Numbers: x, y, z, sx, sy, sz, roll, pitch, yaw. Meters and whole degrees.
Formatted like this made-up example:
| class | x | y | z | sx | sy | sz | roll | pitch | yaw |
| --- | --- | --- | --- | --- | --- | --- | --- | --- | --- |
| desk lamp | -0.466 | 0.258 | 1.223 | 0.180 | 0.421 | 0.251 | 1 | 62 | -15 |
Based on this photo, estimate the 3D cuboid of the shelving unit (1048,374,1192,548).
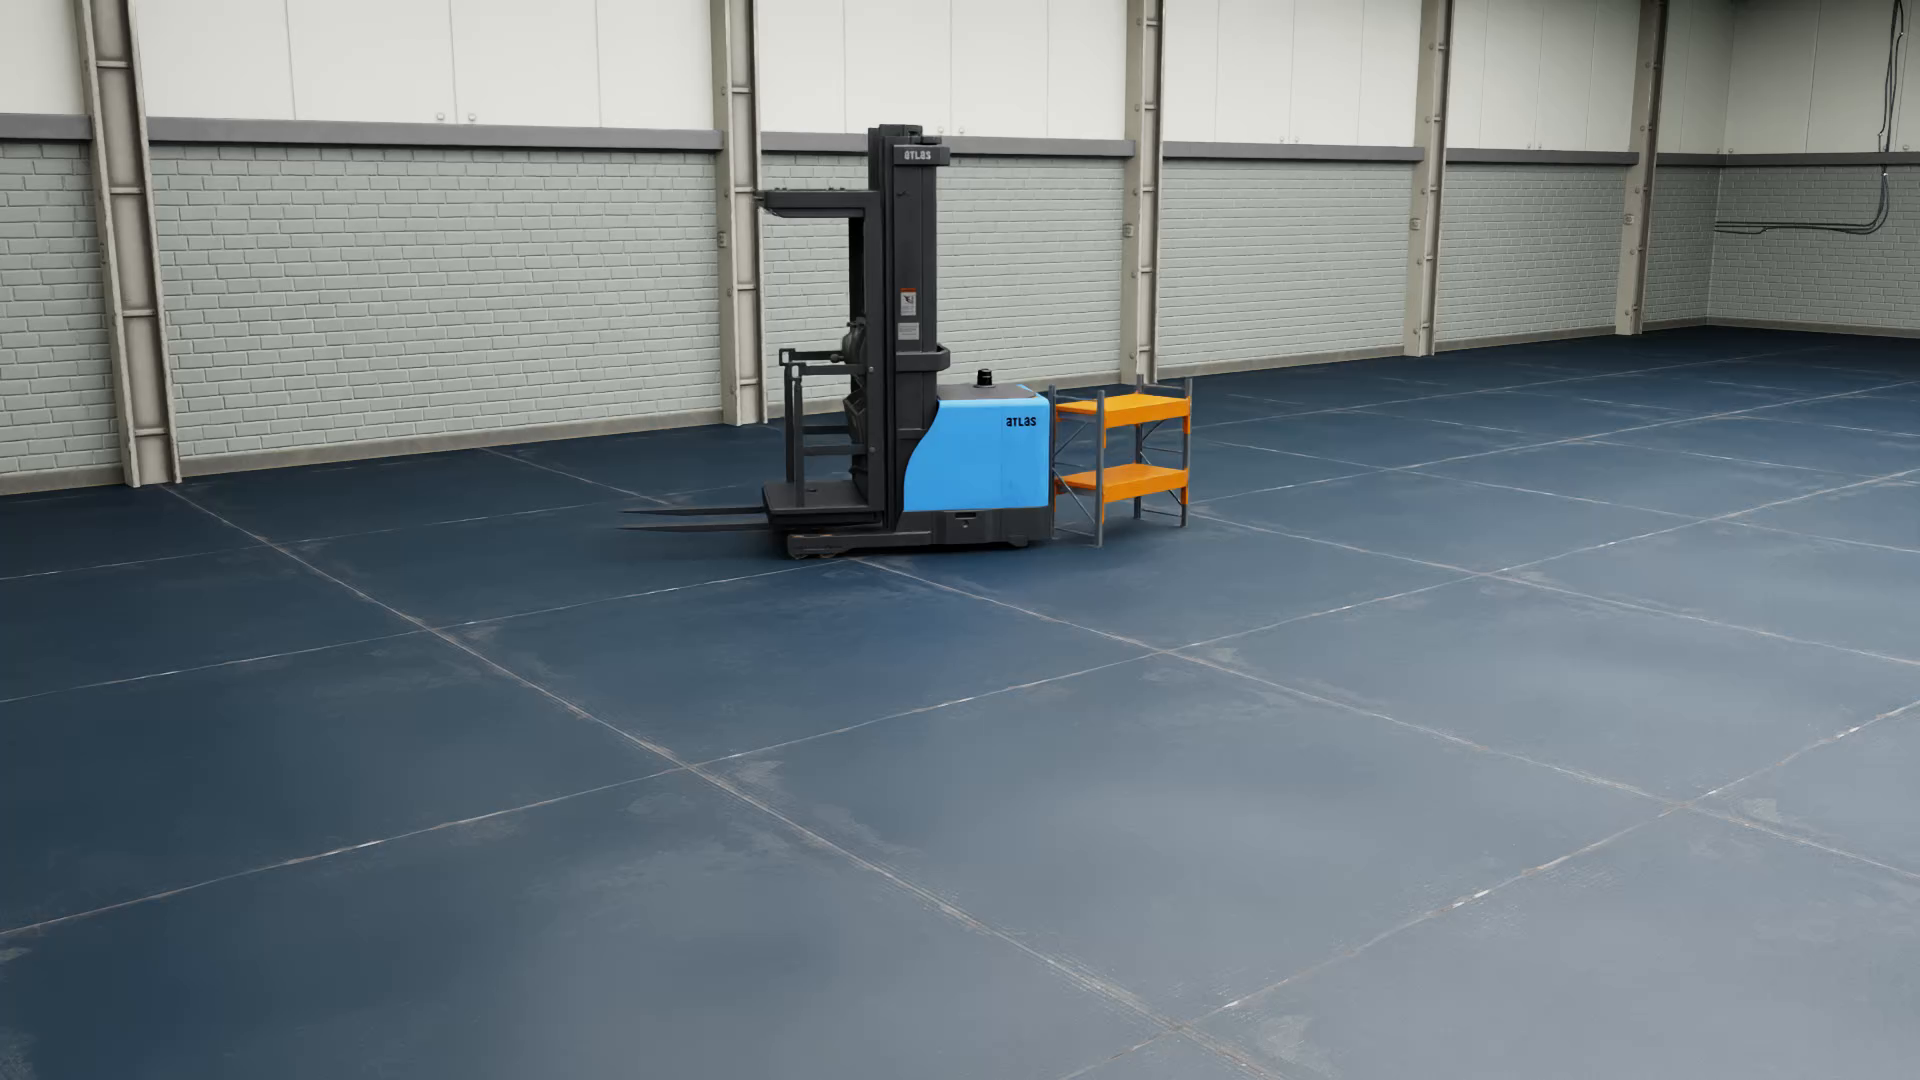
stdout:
| class | x | y | z | sx | sy | sz | roll | pitch | yaw |
| --- | --- | --- | --- | --- | --- | --- | --- | --- | --- |
| shelving unit | 1.182 | -0.607 | 12.279 | 0.538 | 1.125 | 1.048 | 12 | 17 | 43 |

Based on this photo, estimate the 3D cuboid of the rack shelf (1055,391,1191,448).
| class | x | y | z | sx | sy | sz | roll | pitch | yaw |
| --- | --- | --- | --- | --- | --- | --- | --- | --- | --- |
| rack shelf | 1.182 | -0.893 | 12.218 | 0.538 | 0.278 | 1.000 | 12 | 17 | 43 |

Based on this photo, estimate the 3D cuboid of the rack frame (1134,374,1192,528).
| class | x | y | z | sx | sy | sz | roll | pitch | yaw |
| --- | --- | --- | --- | --- | --- | --- | --- | --- | --- |
| rack frame | 1.538 | -0.682 | 12.634 | 0.500 | 1.125 | 0.032 | 12 | 17 | 43 |

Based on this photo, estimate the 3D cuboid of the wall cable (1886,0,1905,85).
| class | x | y | z | sx | sy | sz | roll | pitch | yaw |
| --- | --- | --- | --- | --- | --- | --- | --- | --- | --- |
| wall cable | 16.526 | -8.699 | 26.746 | 0.112 | 2.526 | 3.097 | -9 | 15 | -38 |

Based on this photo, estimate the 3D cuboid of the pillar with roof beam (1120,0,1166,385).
| class | x | y | z | sx | sy | sz | roll | pitch | yaw |
| --- | --- | --- | --- | --- | --- | --- | --- | --- | --- |
| pillar with roof beam | 5.028 | -5.763 | 17.603 | 0.400 | 9.000 | 9.100 | -9 | 15 | -38 |

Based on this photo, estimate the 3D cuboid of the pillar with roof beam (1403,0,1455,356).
| class | x | y | z | sx | sy | sz | roll | pitch | yaw |
| --- | --- | --- | --- | --- | --- | --- | --- | --- | --- |
| pillar with roof beam | 9.713 | -6.541 | 21.270 | 0.400 | 9.000 | 9.100 | -9 | 15 | -38 |

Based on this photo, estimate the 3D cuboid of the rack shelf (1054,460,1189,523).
| class | x | y | z | sx | sy | sz | roll | pitch | yaw |
| --- | --- | --- | --- | --- | --- | --- | --- | --- | --- |
| rack shelf | 1.182 | -0.368 | 12.330 | 0.538 | 0.278 | 1.000 | 12 | 17 | 43 |

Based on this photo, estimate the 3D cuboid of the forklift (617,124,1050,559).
| class | x | y | z | sx | sy | sz | roll | pitch | yaw |
| --- | --- | --- | --- | --- | --- | --- | --- | --- | --- |
| forklift | -0.923 | -1.419 | 11.757 | 3.031 | 2.935 | 1.130 | -2 | 12 | -9 |

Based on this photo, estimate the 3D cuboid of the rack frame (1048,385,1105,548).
| class | x | y | z | sx | sy | sz | roll | pitch | yaw |
| --- | --- | --- | --- | --- | --- | --- | --- | --- | --- |
| rack frame | 0.826 | -0.532 | 11.924 | 0.500 | 1.125 | 0.032 | 12 | 17 | 43 |

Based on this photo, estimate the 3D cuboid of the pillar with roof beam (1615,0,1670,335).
| class | x | y | z | sx | sy | sz | roll | pitch | yaw |
| --- | --- | --- | --- | --- | --- | --- | --- | --- | --- |
| pillar with roof beam | 14.399 | -7.320 | 24.936 | 0.400 | 9.000 | 9.100 | -9 | 15 | -38 |

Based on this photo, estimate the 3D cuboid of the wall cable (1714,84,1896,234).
| class | x | y | z | sx | sy | sz | roll | pitch | yaw |
| --- | --- | --- | --- | --- | --- | --- | --- | --- | --- |
| wall cable | 14.836 | -6.667 | 29.337 | 0.112 | 2.526 | 3.097 | -9 | 15 | -38 |

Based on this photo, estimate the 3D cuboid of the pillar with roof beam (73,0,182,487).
| class | x | y | z | sx | sy | sz | roll | pitch | yaw |
| --- | --- | --- | --- | --- | --- | --- | --- | --- | --- |
| pillar with roof beam | -4.342 | -4.206 | 10.270 | 0.400 | 9.000 | 9.100 | -9 | 15 | -38 |

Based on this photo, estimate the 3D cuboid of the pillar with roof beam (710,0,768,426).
| class | x | y | z | sx | sy | sz | roll | pitch | yaw |
| --- | --- | --- | --- | --- | --- | --- | --- | --- | --- |
| pillar with roof beam | 0.343 | -4.984 | 13.937 | 0.400 | 9.000 | 9.100 | -9 | 15 | -38 |
